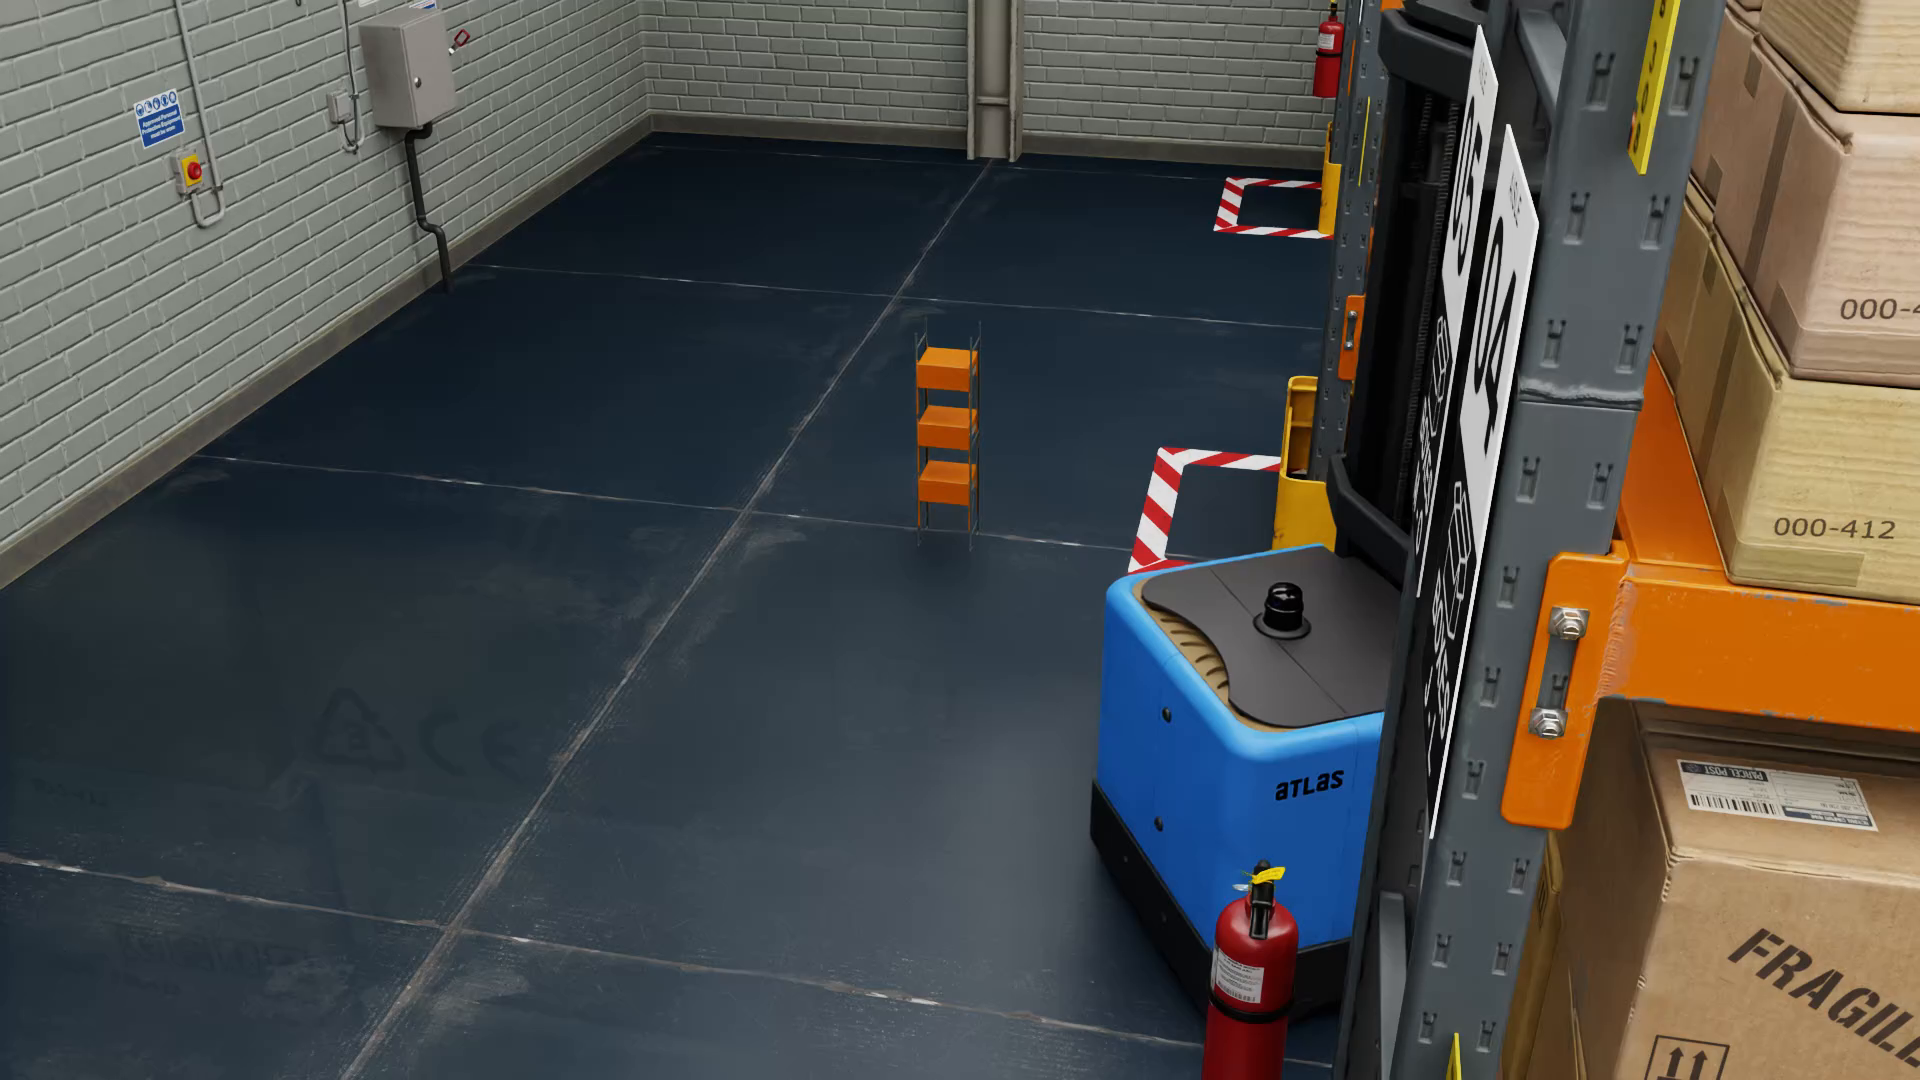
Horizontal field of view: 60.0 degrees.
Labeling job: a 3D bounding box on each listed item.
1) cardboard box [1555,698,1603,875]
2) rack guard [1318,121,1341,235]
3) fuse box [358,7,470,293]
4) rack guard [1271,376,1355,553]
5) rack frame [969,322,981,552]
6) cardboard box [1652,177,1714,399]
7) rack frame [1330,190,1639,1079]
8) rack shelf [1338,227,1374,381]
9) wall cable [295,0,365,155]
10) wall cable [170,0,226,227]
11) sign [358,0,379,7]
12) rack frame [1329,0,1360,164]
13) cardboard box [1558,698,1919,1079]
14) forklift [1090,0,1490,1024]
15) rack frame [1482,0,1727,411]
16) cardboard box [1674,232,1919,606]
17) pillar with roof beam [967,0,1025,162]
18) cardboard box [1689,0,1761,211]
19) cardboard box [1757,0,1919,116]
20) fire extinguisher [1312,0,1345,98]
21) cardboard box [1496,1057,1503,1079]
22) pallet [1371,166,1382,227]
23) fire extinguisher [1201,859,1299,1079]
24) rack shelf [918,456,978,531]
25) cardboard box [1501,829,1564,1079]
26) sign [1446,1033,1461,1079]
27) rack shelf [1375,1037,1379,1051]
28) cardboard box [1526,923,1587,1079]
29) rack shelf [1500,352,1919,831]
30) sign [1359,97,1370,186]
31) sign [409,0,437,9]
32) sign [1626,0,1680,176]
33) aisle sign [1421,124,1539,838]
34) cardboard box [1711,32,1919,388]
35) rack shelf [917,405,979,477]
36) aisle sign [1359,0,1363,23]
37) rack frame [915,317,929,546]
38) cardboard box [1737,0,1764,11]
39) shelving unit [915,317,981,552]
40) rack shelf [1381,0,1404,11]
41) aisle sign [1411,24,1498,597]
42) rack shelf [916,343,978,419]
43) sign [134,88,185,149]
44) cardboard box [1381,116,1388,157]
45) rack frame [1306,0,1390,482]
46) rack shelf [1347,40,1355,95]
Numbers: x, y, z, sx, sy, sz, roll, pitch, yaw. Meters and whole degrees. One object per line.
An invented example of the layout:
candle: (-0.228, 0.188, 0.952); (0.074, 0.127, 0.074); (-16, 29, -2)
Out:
cardboard box: (1.259, 0.255, 2.705); (0.500, 0.500, 0.500); (5, 29, 10)
rack guard: (2.802, -2.623, 12.021); (0.348, 0.500, 1.175); (6, 29, 11)
fuse box: (-3.243, -2.357, 10.273); (0.414, 1.711, 0.539); (6, 29, 11)
rack guard: (1.671, -0.302, 7.780); (0.348, 0.500, 1.175); (6, 29, 11)
rack frame: (0.067, -0.454, 7.485); (0.008, 1.050, 0.200); (6, 29, 11)
cardboard box: (1.260, -0.389, 2.370); (0.500, 0.250, 0.500); (5, 29, 9)
rack frame: (0.760, 0.939, 2.911); (0.127, 3.000, 1.000); (6, 29, 11)
rack shelf: (3.651, -0.880, 6.982); (4.000, 0.370, 1.077); (6, 29, 11)
wall cable: (-3.540, -3.063, 9.163); (0.122, 1.984, 0.588); (6, 29, 11)
wall cable: (-3.825, -2.410, 7.937); (0.123, 1.953, 0.585); (6, 29, 11)
sign: (-3.457, -3.279, 9.756); (0.001, 0.242, 0.339); (6, 29, 11)
rack frame: (2.728, -3.727, 11.434); (0.127, 3.000, 1.000); (6, 29, 11)
cardboard box: (1.143, 0.496, 2.266); (0.500, 0.500, 0.500); (6, 29, 10)
forklift: (2.023, -0.230, 5.118); (3.031, 2.935, 1.130); (-9, 30, -16)
rack frame: (0.760, -1.692, 1.470); (0.127, 3.000, 1.000); (6, 29, 11)
cardboard box: (1.146, -0.146, 1.925); (0.500, 0.250, 0.500); (7, 29, 12)
pillar with roof beam: (-0.620, -5.031, 7.568); (0.400, 9.000, 9.100); (6, 29, 11)
cardboard box: (1.263, -0.603, 2.241); (0.500, 0.250, 0.500); (5, 29, 9)
cardboard box: (1.029, -0.566, 1.756); (0.250, 0.149, 0.380); (6, 29, 10)
fire extinguisher: (2.487, -3.327, 11.173); (0.183, 0.674, 0.296); (6, 29, 11)
cardboard box: (1.138, 0.949, 3.154); (0.250, 0.149, 0.380); (6, 29, 11)
pallet: (3.582, -2.417, 11.945); (1.213, 0.211, 1.003); (6, 29, 11)
fire extinguisher: (0.610, 0.895, 3.461); (0.183, 0.674, 0.296); (6, 29, 11)
rack shelf: (-0.052, -0.213, 7.646); (0.240, 0.259, 0.215); (6, 29, 11)
cardboard box: (1.253, 0.689, 2.954); (0.500, 0.500, 0.500); (6, 29, 12)
sign: (0.647, 0.814, 2.238); (0.005, 0.325, 0.100); (6, 29, 11)
rack shelf: (2.716, 1.455, 2.717); (4.000, 0.370, 1.077); (6, 29, 11)
cardboard box: (1.141, 0.940, 2.496); (0.500, 0.500, 0.500); (7, 30, 13)
rack shelf: (2.716, 0.139, 1.997); (4.000, 0.370, 1.077); (6, 29, 11)
sign: (1.573, -1.550, 6.474); (0.005, 0.325, 0.100); (6, 29, 11)
sign: (-3.343, -3.133, 10.448); (0.001, 0.494, 0.329); (6, 29, 11)
sign: (0.647, -0.505, 1.515); (0.005, 0.325, 0.100); (6, 29, 11)
aisle sign: (0.626, -0.068, 2.043); (0.004, 0.787, 0.394); (6, 29, 11)
cardboard box: (1.145, -0.363, 1.802); (0.500, 0.250, 0.500); (6, 29, 11)
rack shelf: (-0.052, -0.457, 7.513); (0.240, 0.259, 0.215); (6, 29, 11)
aisle sign: (1.564, -2.407, 6.316); (0.004, 0.787, 0.394); (6, 29, 11)
rack frame: (-0.172, -0.478, 7.530); (0.008, 1.050, 0.200); (6, 29, 11)
cardboard box: (1.146, -0.810, 2.202); (0.250, 0.149, 0.380); (6, 29, 10)
shelving unit: (-0.052, -0.466, 7.508); (0.252, 1.050, 0.215); (6, 29, 11)
rack shelf: (3.651, -2.195, 6.262); (4.000, 0.370, 1.077); (6, 29, 11)
aisle sign: (0.751, -0.349, 2.558); (0.004, 0.787, 0.394); (6, 29, 11)
rack shelf: (-0.052, -0.705, 7.377); (0.240, 0.259, 0.215); (6, 29, 11)
sign: (-3.894, -2.052, 8.093); (0.001, 0.218, 0.327); (6, 29, 11)
cardboard box: (3.306, -2.711, 11.740); (0.637, 0.503, 0.797); (5, 29, 9)
rack frame: (1.695, -1.396, 7.176); (0.127, 3.000, 1.000); (6, 29, 11)
rack shelf: (4.684, -3.211, 11.241); (4.000, 0.370, 1.077); (6, 29, 11)
